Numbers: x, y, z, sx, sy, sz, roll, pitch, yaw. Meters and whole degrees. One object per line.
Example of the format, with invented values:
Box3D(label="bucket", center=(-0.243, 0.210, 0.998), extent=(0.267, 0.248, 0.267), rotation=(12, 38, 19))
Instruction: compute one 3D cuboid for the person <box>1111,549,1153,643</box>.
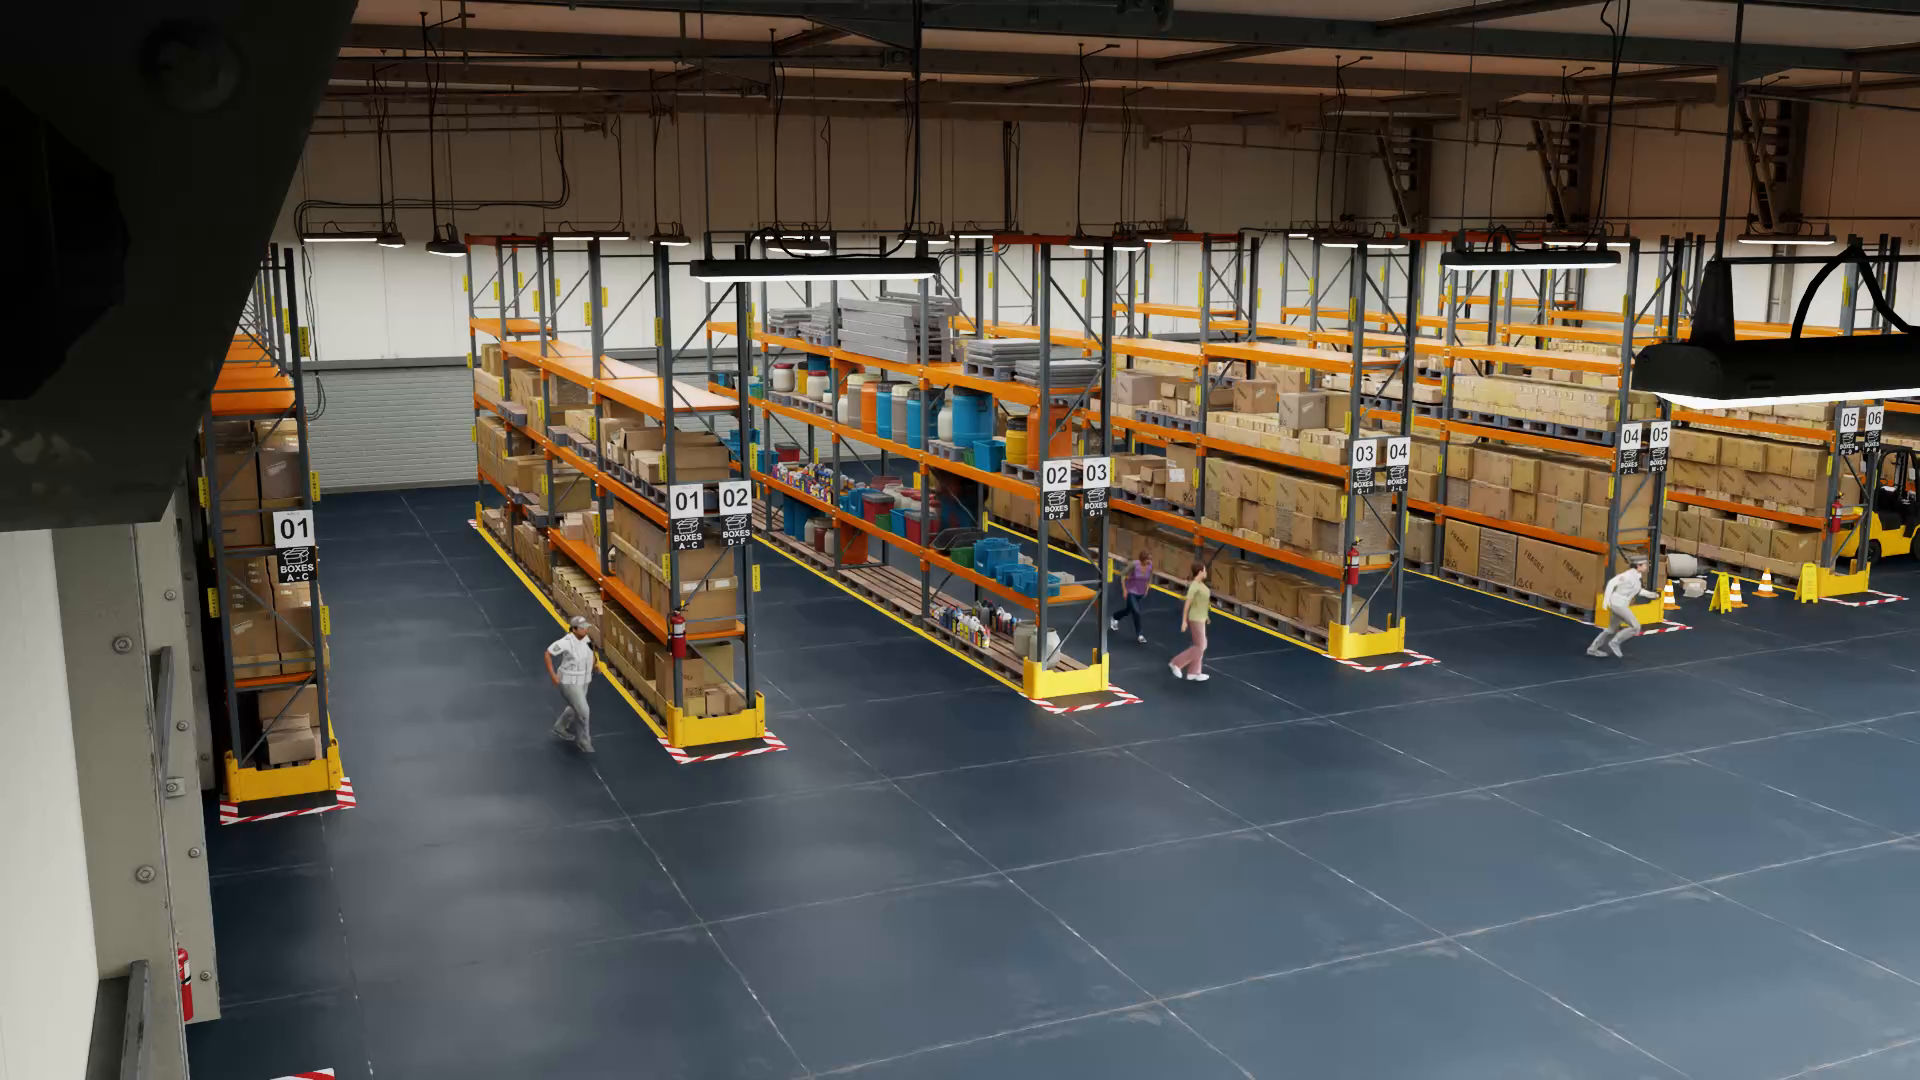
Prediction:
Box3D(label="person", center=(2.606, 0.785, 25.266), extent=(0.520, 1.456, 0.977), rotation=(-5, 12, -24))

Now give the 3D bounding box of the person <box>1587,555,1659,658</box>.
Box3D(label="person", center=(9.607, 0.956, 24.069), extent=(0.914, 1.544, 0.618), rotation=(6, 13, 28))

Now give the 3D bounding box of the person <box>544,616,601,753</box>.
Box3D(label="person", center=(-4.668, 1.755, 19.998), extent=(0.791, 1.736, 0.625), rotation=(6, 13, 28))

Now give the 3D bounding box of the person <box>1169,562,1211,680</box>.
Box3D(label="person", center=(3.177, 1.124, 22.934), extent=(0.538, 1.668, 0.594), rotation=(3, 11, 16))

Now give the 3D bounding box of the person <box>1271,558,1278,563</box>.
Box3D(label="person", center=(5.925, -0.472, 30.947), extent=(0.666, 1.790, 0.728), rotation=(-7, 13, -33))
